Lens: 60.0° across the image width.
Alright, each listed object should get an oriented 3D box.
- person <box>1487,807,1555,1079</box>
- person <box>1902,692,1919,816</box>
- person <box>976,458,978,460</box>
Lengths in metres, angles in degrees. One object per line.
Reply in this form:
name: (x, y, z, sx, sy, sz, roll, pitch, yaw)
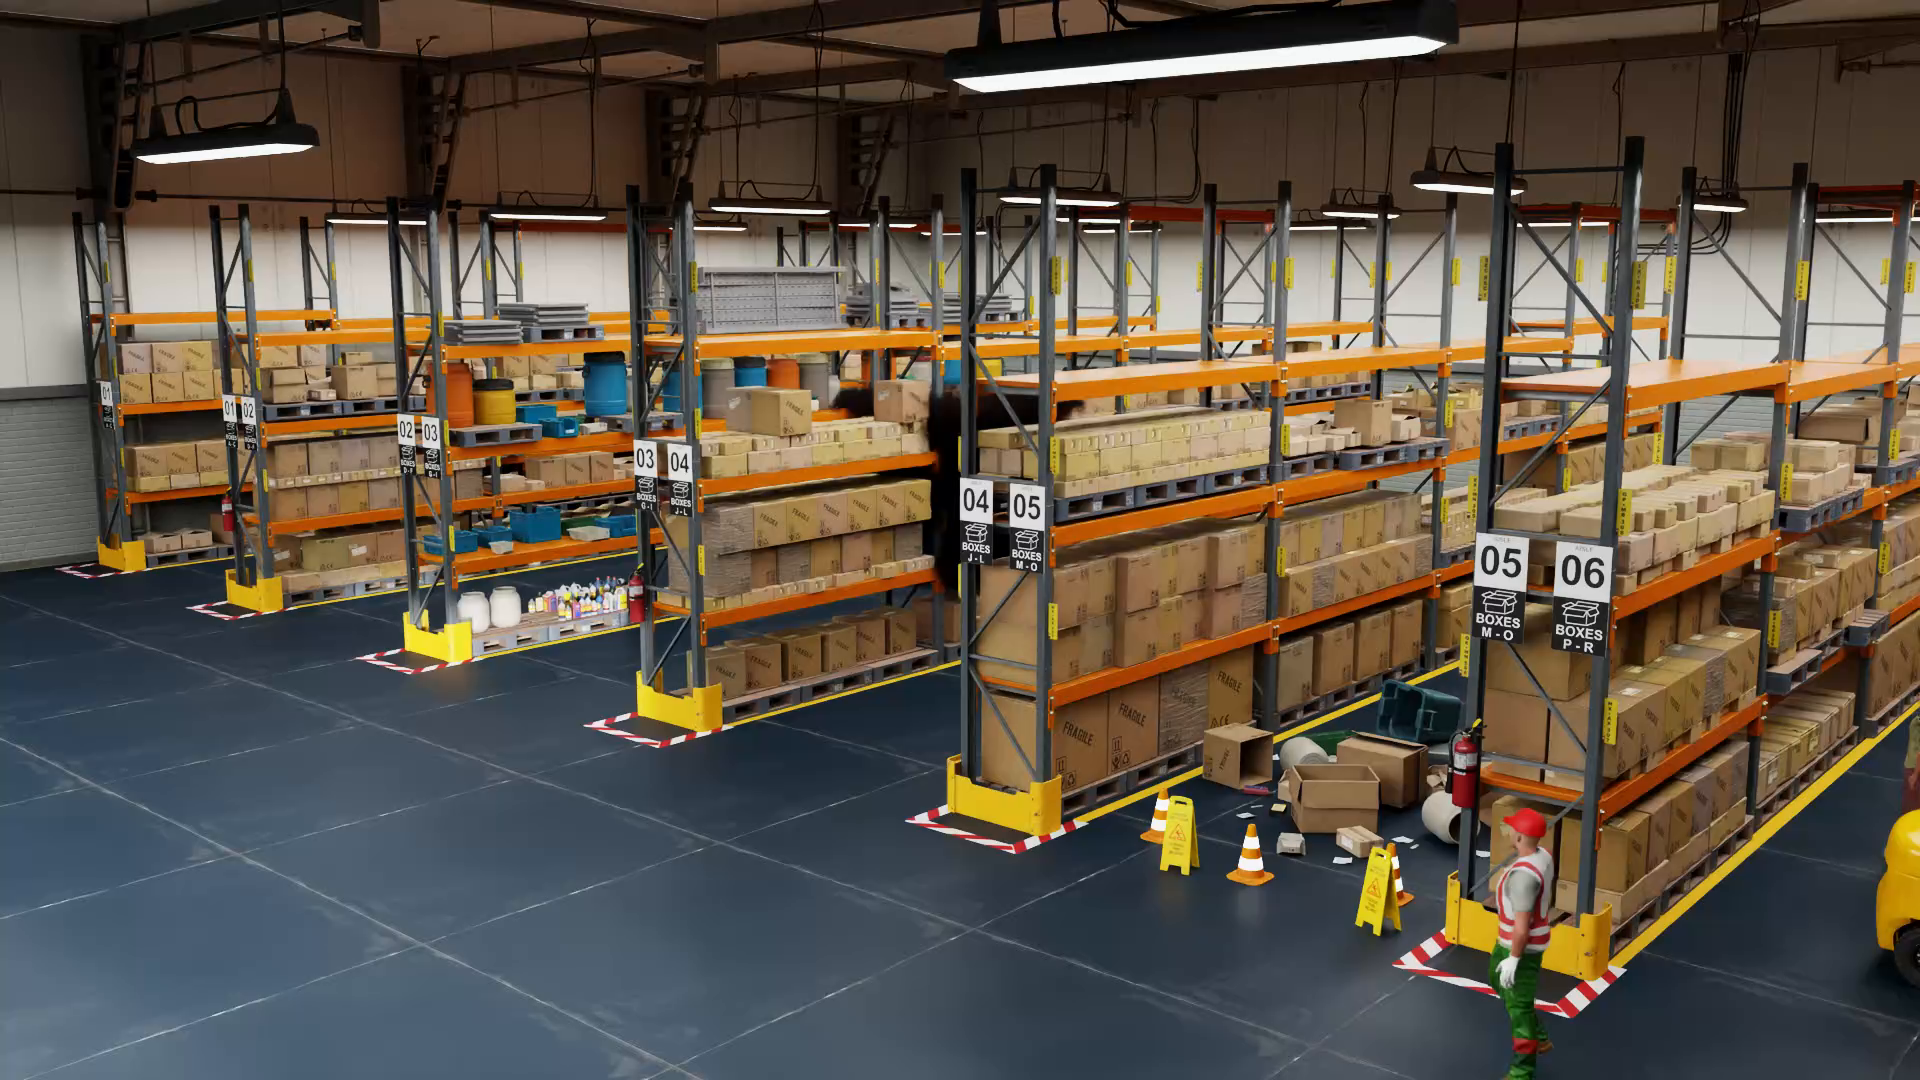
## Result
person: (3.560, 2.551, 10.474, 0.432, 1.788, 0.668, 3, 10, 16)
person: (8.340, 1.996, 14.285, 0.458, 1.672, 0.453, 0, 9, -2)
person: (0.611, -1.235, 33.337, 0.596, 1.787, 0.511, -7, 12, -34)
